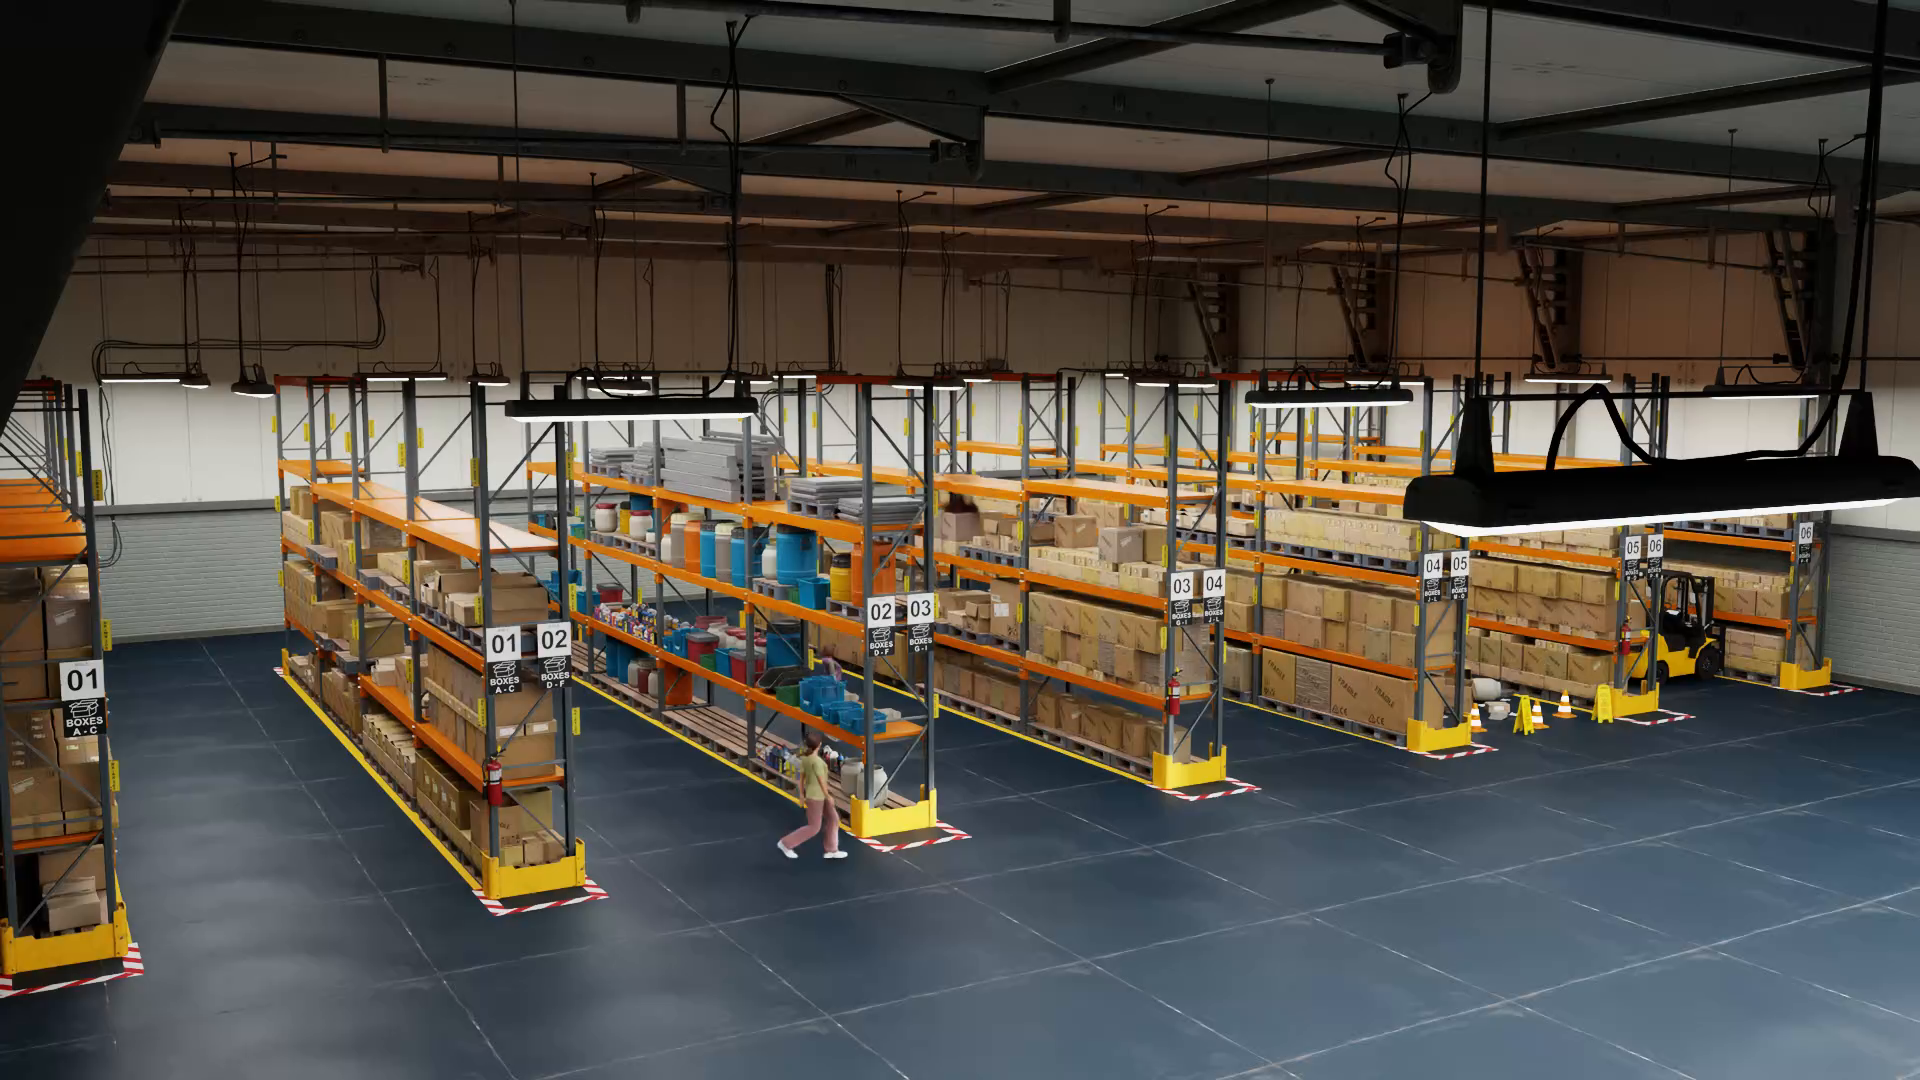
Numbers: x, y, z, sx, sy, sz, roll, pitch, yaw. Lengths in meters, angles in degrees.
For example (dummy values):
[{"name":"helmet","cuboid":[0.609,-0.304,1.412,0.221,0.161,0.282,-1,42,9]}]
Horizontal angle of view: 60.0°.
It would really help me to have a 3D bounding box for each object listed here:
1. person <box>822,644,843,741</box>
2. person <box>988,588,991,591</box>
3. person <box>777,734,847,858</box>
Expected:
[{"name":"person","cuboid":[-2.124,2.527,27.737,0.350,1.630,0.522,0,6,-2]},{"name":"person","cuboid":[0.849,0.608,44.982,0.399,1.596,0.428,6,9,43]},{"name":"person","cuboid":[-1.862,3.230,20.898,0.877,1.613,0.417,0,6,-3]}]
